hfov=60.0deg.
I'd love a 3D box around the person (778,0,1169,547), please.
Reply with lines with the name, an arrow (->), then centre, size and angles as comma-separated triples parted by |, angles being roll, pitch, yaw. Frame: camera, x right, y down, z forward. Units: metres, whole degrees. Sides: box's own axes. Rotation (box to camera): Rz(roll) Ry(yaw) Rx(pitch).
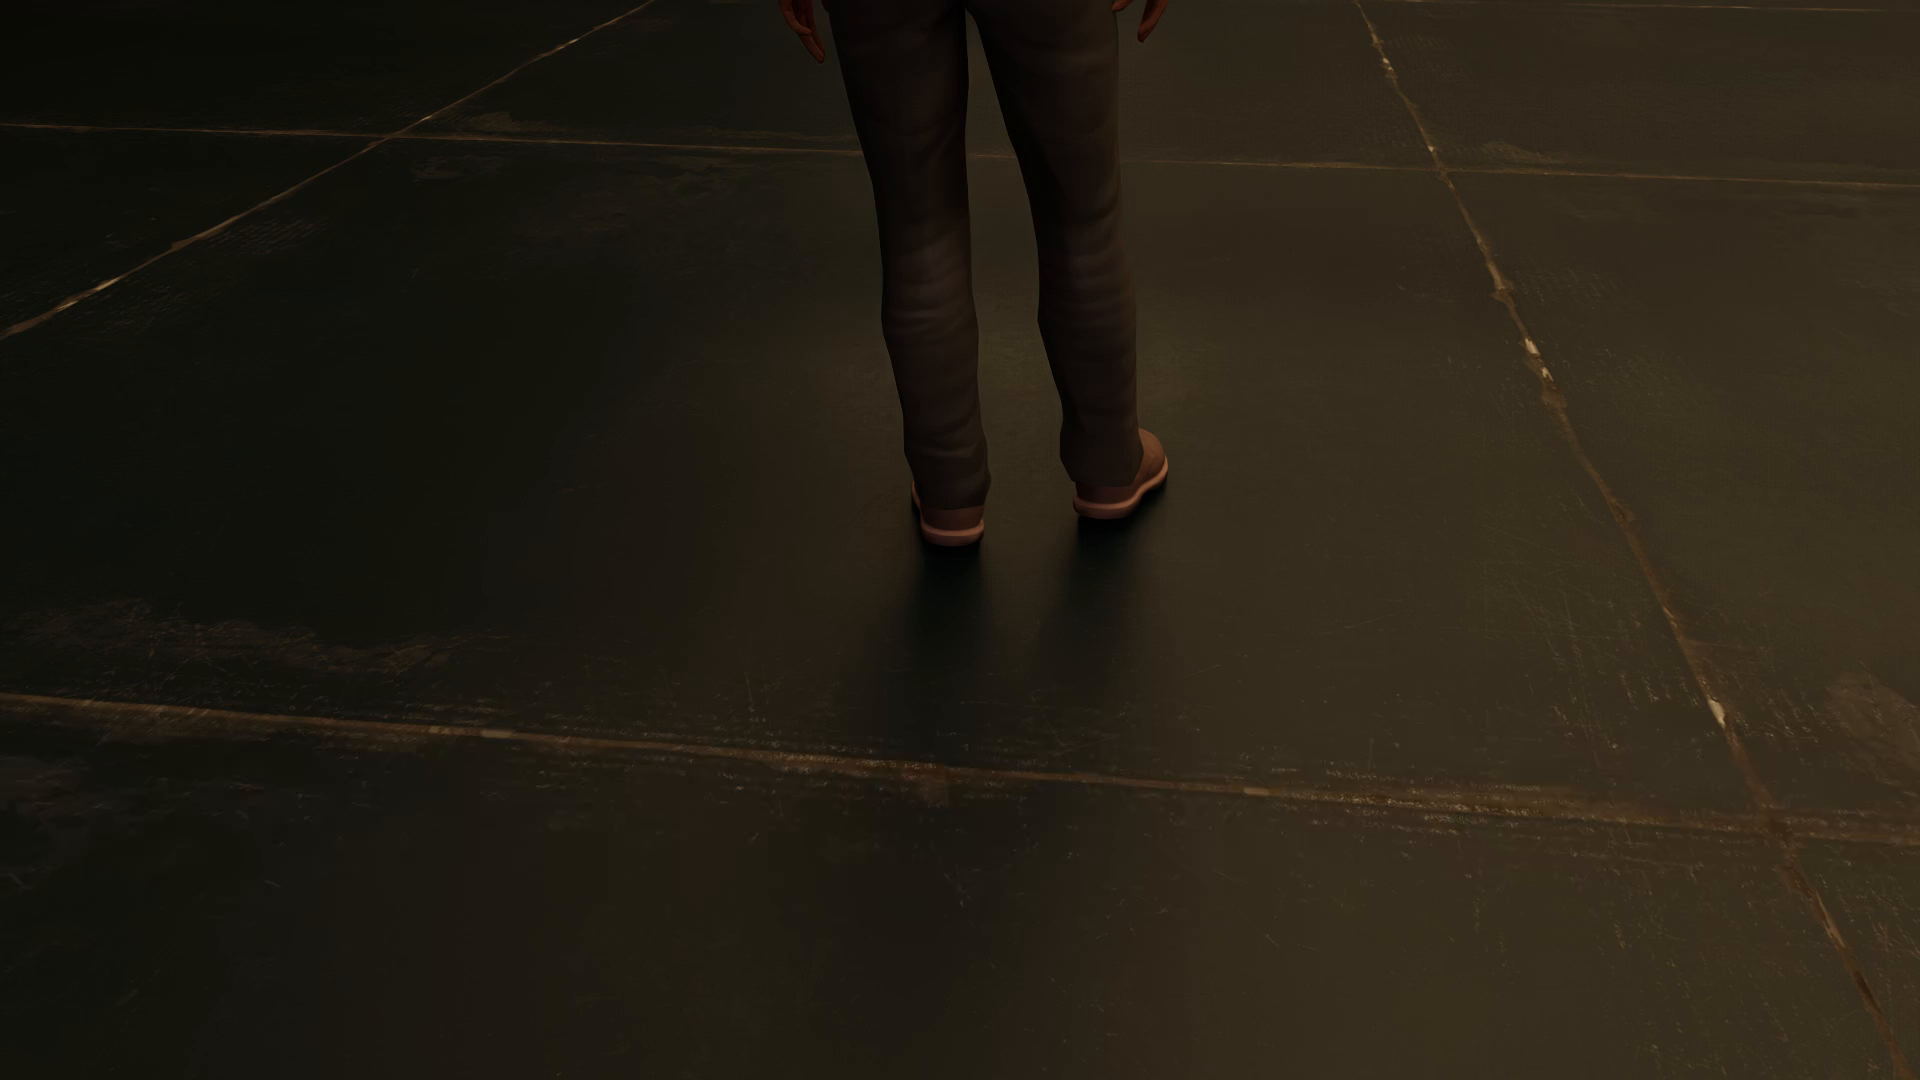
person -> 0.032, -0.785, 2.203 | 0.569, 1.656, 0.503 | 3, 27, 7
